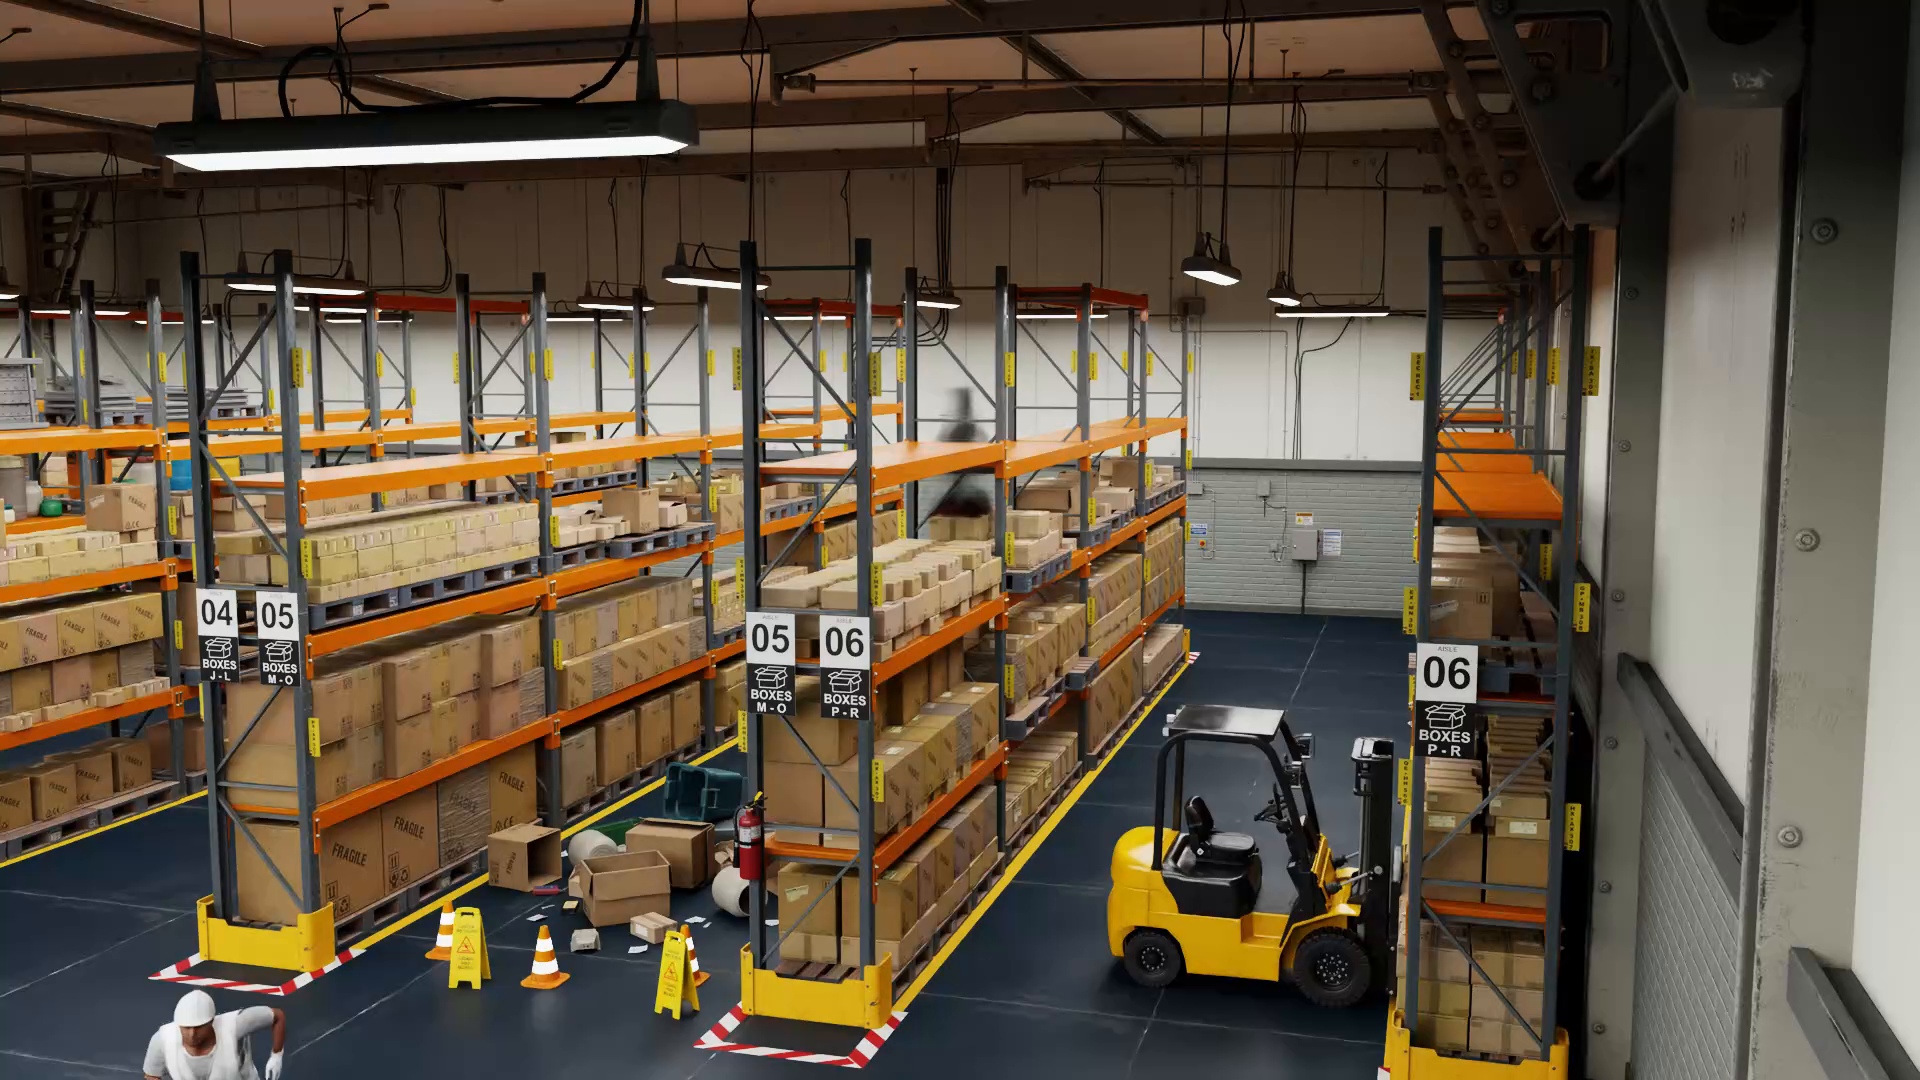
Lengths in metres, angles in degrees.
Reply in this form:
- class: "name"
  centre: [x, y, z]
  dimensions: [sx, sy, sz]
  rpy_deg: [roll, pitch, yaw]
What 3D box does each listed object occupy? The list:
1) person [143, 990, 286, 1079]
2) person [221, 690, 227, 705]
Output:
- class: "person"
  centre: [-4.254, 3.299, 9.574]
  dimensions: [0.717, 1.718, 1.017]
  rpy_deg: [-1, 6, -10]
- class: "person"
  centre: [-10.304, 1.793, 23.057]
  dimensions: [0.556, 1.697, 0.760]
  rpy_deg: [2, 7, 21]
